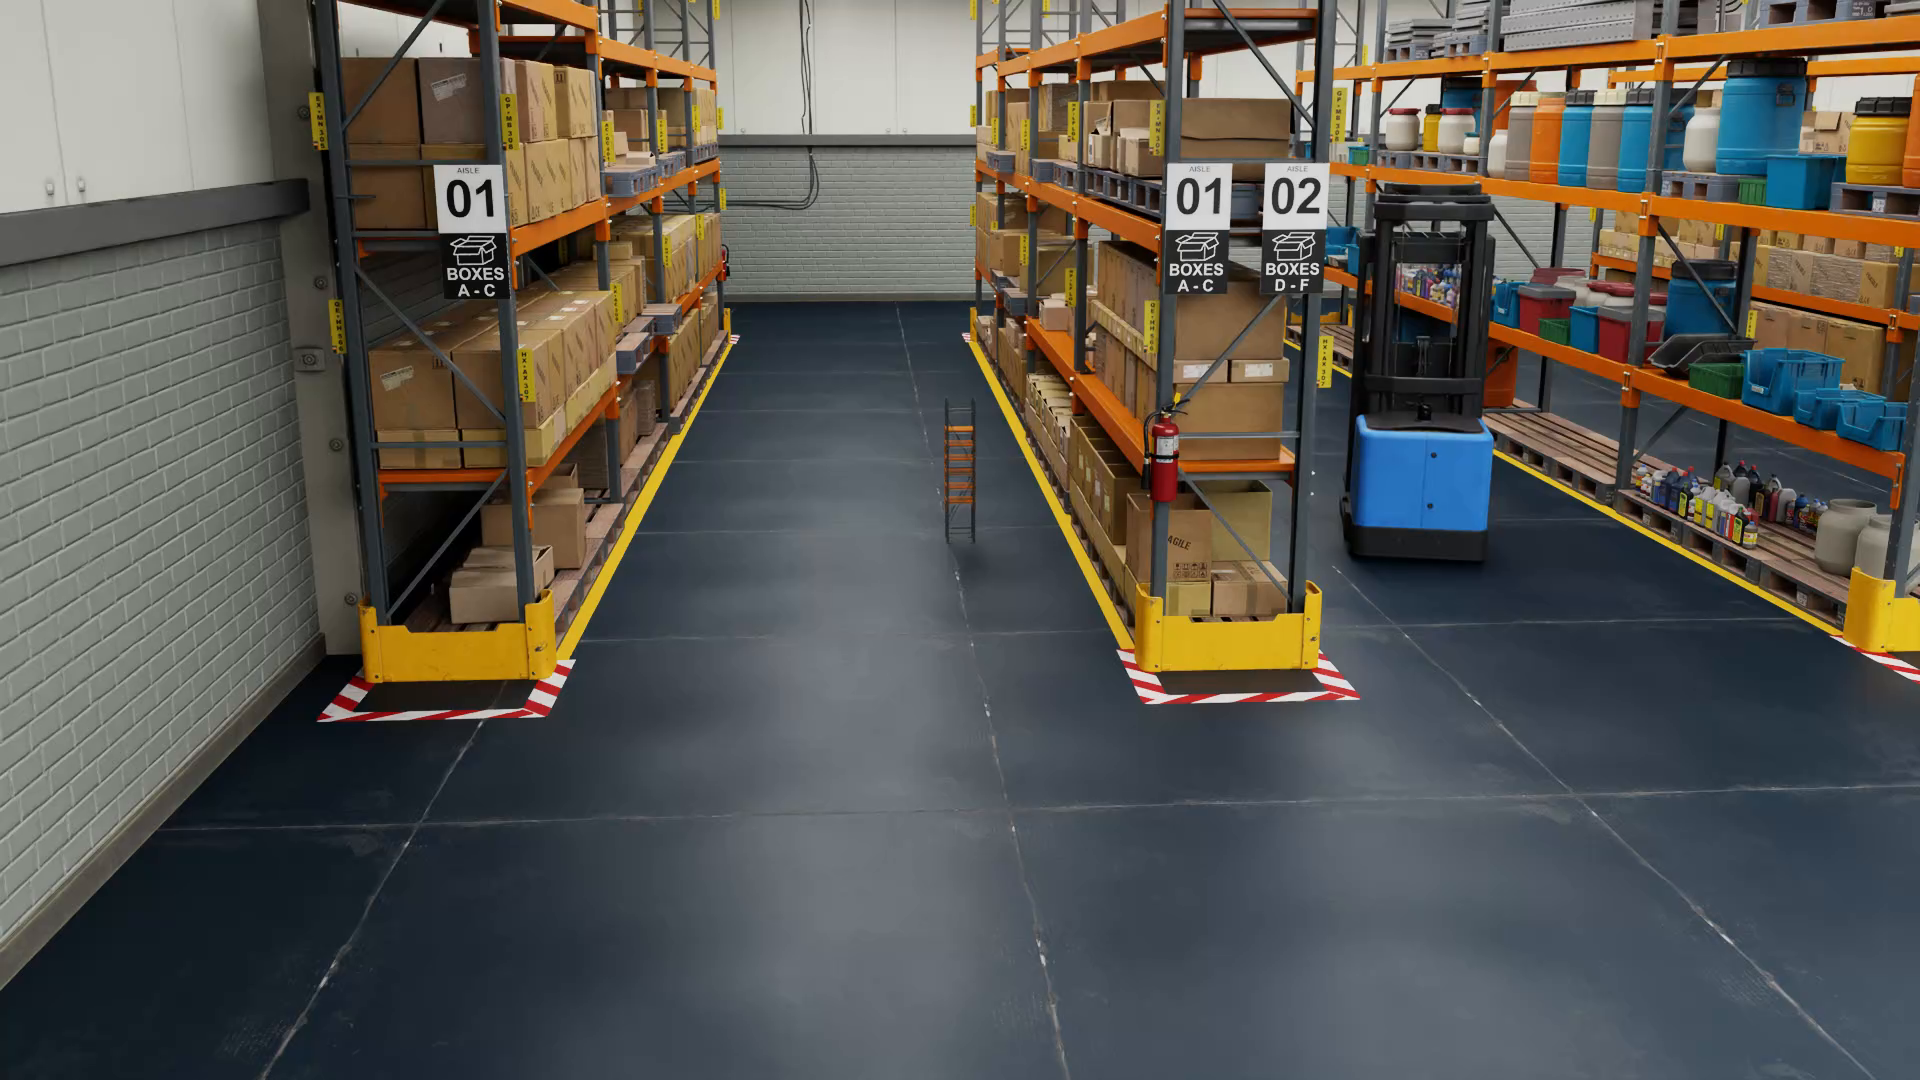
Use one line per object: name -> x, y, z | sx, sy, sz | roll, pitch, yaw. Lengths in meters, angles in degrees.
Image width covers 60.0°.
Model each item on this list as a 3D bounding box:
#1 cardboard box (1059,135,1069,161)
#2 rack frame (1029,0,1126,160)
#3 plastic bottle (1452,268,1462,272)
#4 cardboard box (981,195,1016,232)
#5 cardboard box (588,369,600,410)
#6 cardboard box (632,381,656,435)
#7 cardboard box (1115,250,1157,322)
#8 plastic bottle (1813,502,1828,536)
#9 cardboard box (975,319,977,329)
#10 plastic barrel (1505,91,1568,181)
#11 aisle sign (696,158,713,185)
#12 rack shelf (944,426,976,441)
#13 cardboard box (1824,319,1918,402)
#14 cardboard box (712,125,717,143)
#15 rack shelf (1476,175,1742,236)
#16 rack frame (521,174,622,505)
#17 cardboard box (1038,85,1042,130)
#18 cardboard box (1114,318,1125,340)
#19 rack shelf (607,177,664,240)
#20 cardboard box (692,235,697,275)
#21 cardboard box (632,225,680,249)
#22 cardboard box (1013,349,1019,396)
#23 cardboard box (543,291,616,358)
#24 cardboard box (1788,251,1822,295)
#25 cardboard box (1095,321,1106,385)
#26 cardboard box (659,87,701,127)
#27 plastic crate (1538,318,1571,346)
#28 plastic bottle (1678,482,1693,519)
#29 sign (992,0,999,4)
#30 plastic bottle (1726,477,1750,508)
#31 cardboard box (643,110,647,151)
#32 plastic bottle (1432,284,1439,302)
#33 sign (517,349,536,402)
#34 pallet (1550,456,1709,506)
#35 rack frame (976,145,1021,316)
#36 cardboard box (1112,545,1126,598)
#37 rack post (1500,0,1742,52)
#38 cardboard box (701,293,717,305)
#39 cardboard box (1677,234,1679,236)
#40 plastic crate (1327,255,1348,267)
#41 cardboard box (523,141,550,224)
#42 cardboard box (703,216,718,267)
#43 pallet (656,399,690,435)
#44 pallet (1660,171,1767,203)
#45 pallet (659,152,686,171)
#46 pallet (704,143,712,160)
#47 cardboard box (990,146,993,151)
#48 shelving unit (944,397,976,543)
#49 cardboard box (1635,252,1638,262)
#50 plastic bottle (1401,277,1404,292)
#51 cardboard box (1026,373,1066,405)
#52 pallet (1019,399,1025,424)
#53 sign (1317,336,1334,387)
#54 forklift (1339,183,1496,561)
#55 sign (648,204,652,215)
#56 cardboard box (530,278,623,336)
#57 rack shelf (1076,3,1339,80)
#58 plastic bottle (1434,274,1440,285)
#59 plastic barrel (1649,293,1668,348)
cardboard box -> 1.330, -4.119, 17.456 | 0.500, 0.250, 0.500 | -2, 15, -8
rack frame -> 1.246, -5.553, 17.551 | 1.000, 3.000, 0.127 | -1, 14, -3
plastic bottle -> 6.343, -3.349, 21.271 | 0.152, 0.276, 0.135 | -1, 14, -3
cardboard box -> 0.580, -4.801, 24.460 | 0.500, 0.500, 0.500 | -1, 14, -3
cardboard box -> -3.049, -1.151, 12.740 | 0.500, 0.250, 0.500 | -1, 14, -4
cardboard box -> -3.602, -1.395, 17.561 | 0.700, 0.500, 0.500 | -1, 14, -3
cardboard box -> 1.590, -1.969, 12.857 | 0.700, 0.500, 0.500 | -1, 14, -3
plastic bottle -> 6.863, -0.167, 13.247 | 0.097, 0.271, 0.097 | 0, 14, 0
cardboard box -> 0.433, -3.361, 25.906 | 0.380, 0.149, 0.250 | -1, 14, -3
plastic barrel -> 6.024, -4.211, 17.349 | 0.600, 0.901, 0.600 | 0, 14, 0
aisle sign -> -3.899, -5.842, 25.494 | 0.394, 0.787, 0.004 | -1, 14, -3
rack shelf -> 0.001, -0.883, 13.784 | 0.258, 0.103, 0.180 | -1, 14, -3
cardboard box -> 11.111, -2.146, 19.770 | 1.225, 0.875, 0.875 | -2, 15, -6
cardboard box -> -3.884, -6.014, 24.618 | 0.500, 0.250, 0.500 | 0, 14, -2
rack shelf -> 6.314, -3.330, 16.374 | 1.077, 0.370, 4.000 | -1, 14, -3
rack frame -> -3.450, -1.576, 14.131 | 1.000, 3.000, 0.127 | -1, 14, -3
cardboard box -> 1.162, -4.996, 19.195 | 0.500, 0.500, 0.500 | -1, 14, -3
cardboard box -> 1.401, -1.625, 12.822 | 0.380, 0.149, 0.250 | -1, 14, -5
rack shelf -> -3.574, -3.177, 15.780 | 1.077, 0.370, 4.000 | -1, 14, -3
cardboard box -> -3.666, -3.657, 21.381 | 0.500, 0.500, 0.500 | -1, 14, -4
cardboard box -> -3.538, -3.511, 19.309 | 0.500, 0.250, 0.500 | -1, 14, -3
cardboard box -> 0.922, -2.008, 19.945 | 0.500, 0.500, 0.500 | -1, 14, -5
cardboard box -> -3.113, -1.763, 13.615 | 0.500, 0.500, 0.500 | -1, 14, -4
cardboard box -> 10.764, -3.347, 20.814 | 0.500, 0.500, 0.500 | -1, 14, -2
cardboard box -> 1.527, -1.591, 13.991 | 0.700, 0.500, 0.500 | -1, 14, -5
cardboard box -> -3.710, -5.742, 22.056 | 0.500, 0.500, 0.500 | -1, 14, -4
plastic crate -> 6.048, -2.055, 16.418 | 0.450, 0.188, 0.662 | -1, 14, -3
plastic bottle -> 6.054, -0.330, 13.859 | 0.061, 0.283, 0.133 | 0, 14, -1
sign -> 0.455, -7.035, 21.276 | 0.100, 0.325, 0.005 | -1, 14, -3
plastic bottle -> 6.631, -0.411, 14.186 | 0.152, 0.276, 0.135 | -1, 14, -3
cardboard box -> -3.871, -4.535, 18.531 | 0.700, 0.500, 0.500 | -2, 15, -7
plastic bottle -> 5.699, -2.953, 19.882 | 0.097, 0.201, 0.097 | 0, 14, 0
sign -> -2.661, -1.009, 10.189 | 0.100, 0.325, 0.005 | -1, 14, -3
pallet -> 6.350, -0.573, 15.830 | 1.003, 0.211, 1.213 | -1, 14, -3
rack frame -> 0.750, -4.638, 26.031 | 1.000, 3.000, 0.127 | -1, 14, -3
cardboard box -> 1.370, 0.217, 11.839 | 0.500, 0.250, 0.500 | -1, 14, -3
rack post -> 6.230, -5.219, 15.851 | 1.013, 1.000, 3.121 | -1, 14, -3
cardboard box -> -3.844, -3.602, 24.878 | 0.380, 0.149, 0.250 | 0, 14, -2
cardboard box -> 10.995, -4.492, 25.169 | 0.500, 0.250, 0.500 | -1, 14, -5
plastic crate -> 5.534, -4.048, 24.149 | 0.293, 0.136, 0.466 | -1, 14, -3
cardboard box -> -2.971, -2.313, 10.735 | 0.500, 0.500, 0.500 | 0, 14, 0
cardboard box -> -4.096, -4.398, 24.498 | 0.980, 0.700, 0.700 | -1, 14, -4
pallet -> -3.672, -1.417, 19.111 | 1.003, 0.211, 1.213 | -1, 14, -3
pallet -> 6.580, -2.912, 13.684 | 1.213, 0.211, 1.003 | -1, 14, -3
pallet -> -3.840, -4.698, 20.631 | 0.805, 0.209, 1.217 | -1, 15, -6
pallet -> -4.059, -5.481, 23.469 | 1.003, 0.211, 1.213 | -1, 14, -3
cardboard box -> 0.682, -5.264, 22.748 | 0.500, 0.250, 0.500 | -1, 14, -3
shelving unit -> 0.001, -0.577, 13.863 | 0.258, 1.200, 0.189 | -1, 14, -3
cardboard box -> 10.412, -4.255, 25.047 | 0.380, 0.149, 0.250 | -1, 14, -4
plastic bottle -> 5.628, -3.242, 21.004 | 0.097, 0.201, 0.097 | 0, 14, 0
cardboard box -> 0.985, -1.657, 17.995 | 0.500, 0.311, 0.500 | 0, 14, -2
pallet -> 1.237, -1.484, 19.370 | 1.003, 0.211, 1.213 | -1, 14, -3
sign -> 2.296, -1.123, 10.475 | 0.100, 0.325, 0.005 | -1, 14, -3
forklift -> 3.916, -1.574, 14.260 | 1.130, 2.935, 3.031 | 3, 15, 10
sign -> -4.748, -5.011, 25.585 | 0.100, 0.325, 0.005 | -1, 14, -3
cardboard box -> -3.475, -2.103, 15.098 | 0.700, 0.500, 0.500 | 1, 14, 2
rack shelf -> 1.617, -3.519, 11.891 | 1.077, 0.370, 4.000 | -1, 14, -3
plastic bottle -> 5.800, -3.093, 20.264 | 0.061, 0.283, 0.133 | -1, 14, -3
plastic barrel -> 6.597, -2.036, 15.646 | 0.433, 0.535, 0.433 | 0, 14, 0
